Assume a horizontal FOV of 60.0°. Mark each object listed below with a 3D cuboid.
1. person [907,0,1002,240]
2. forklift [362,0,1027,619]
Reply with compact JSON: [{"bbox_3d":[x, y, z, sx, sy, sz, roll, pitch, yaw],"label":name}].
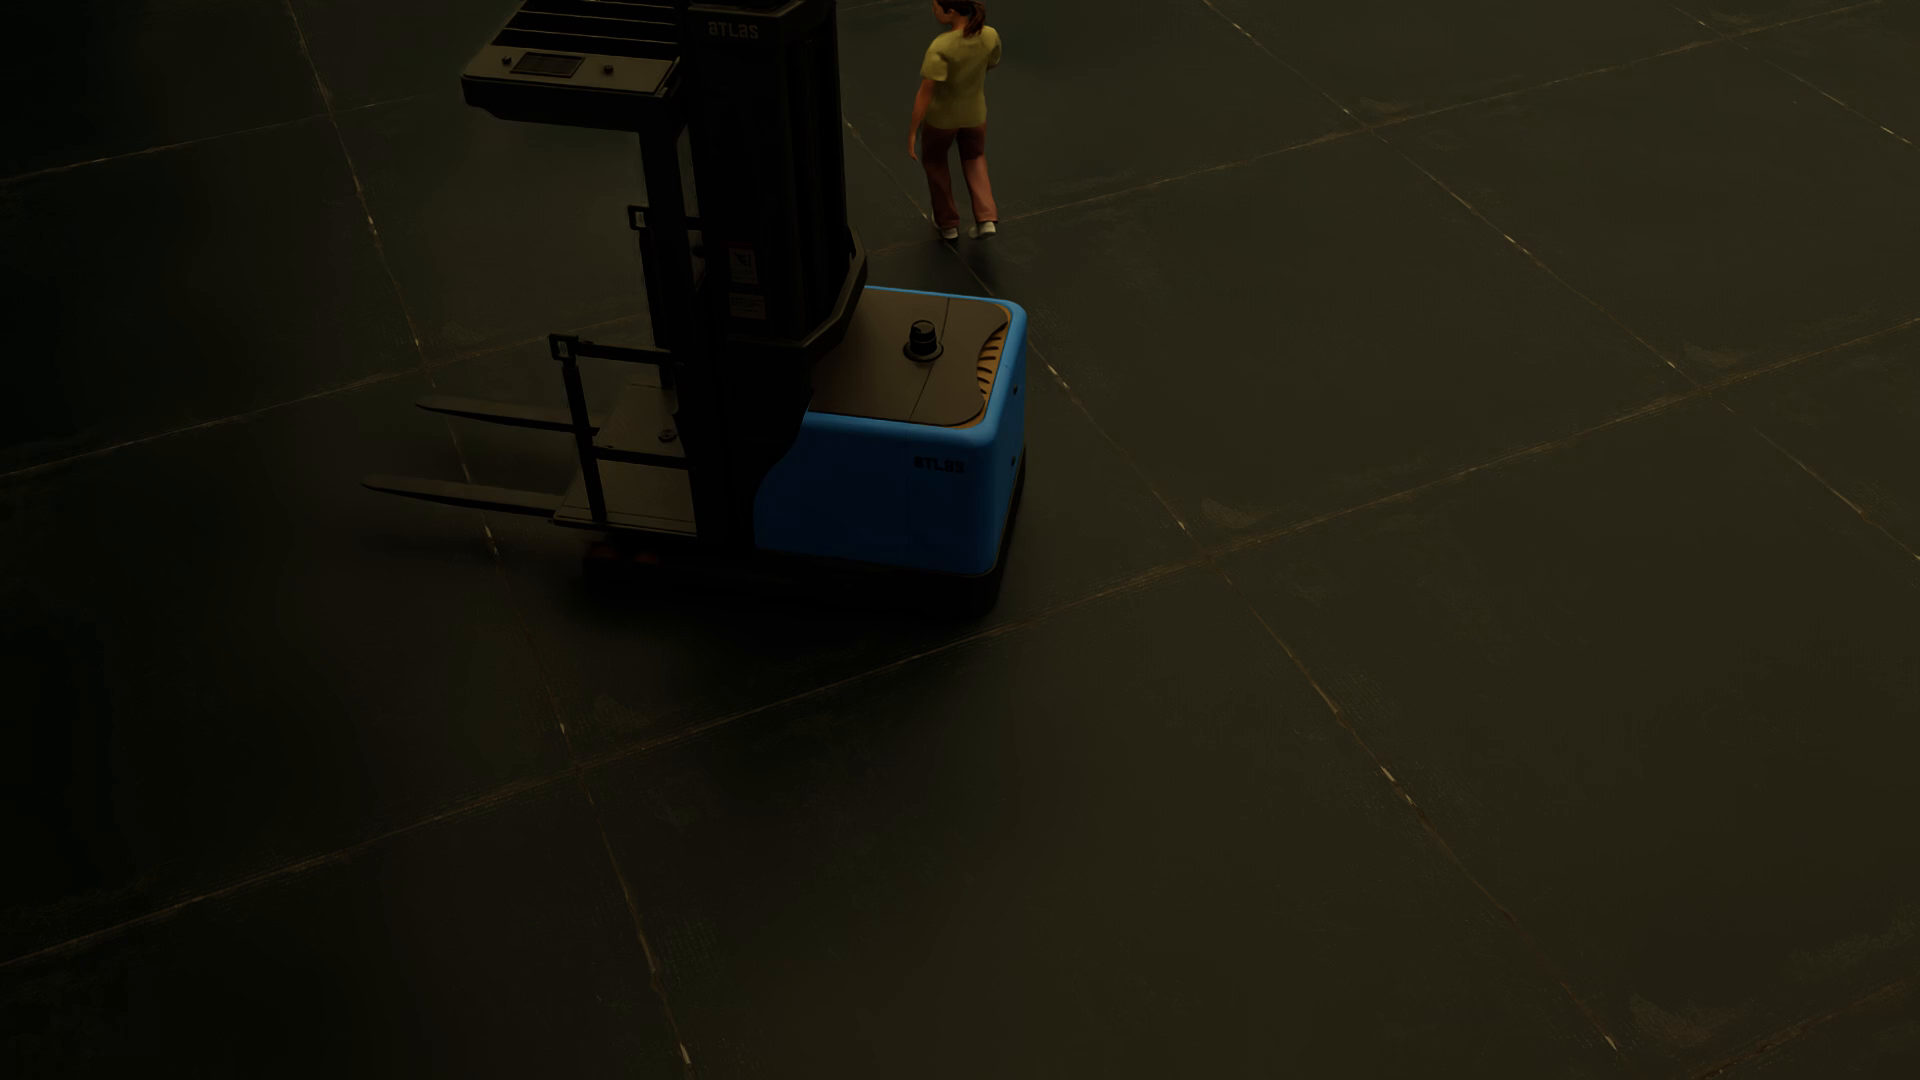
[{"bbox_3d":[-0.056,-2.331,9.147,0.607,1.621,0.610,-12,44,-12],"label":"person"},{"bbox_3d":[-1.255,-1.209,6.975,3.031,2.935,1.130,7,43,8],"label":"forklift"}]
